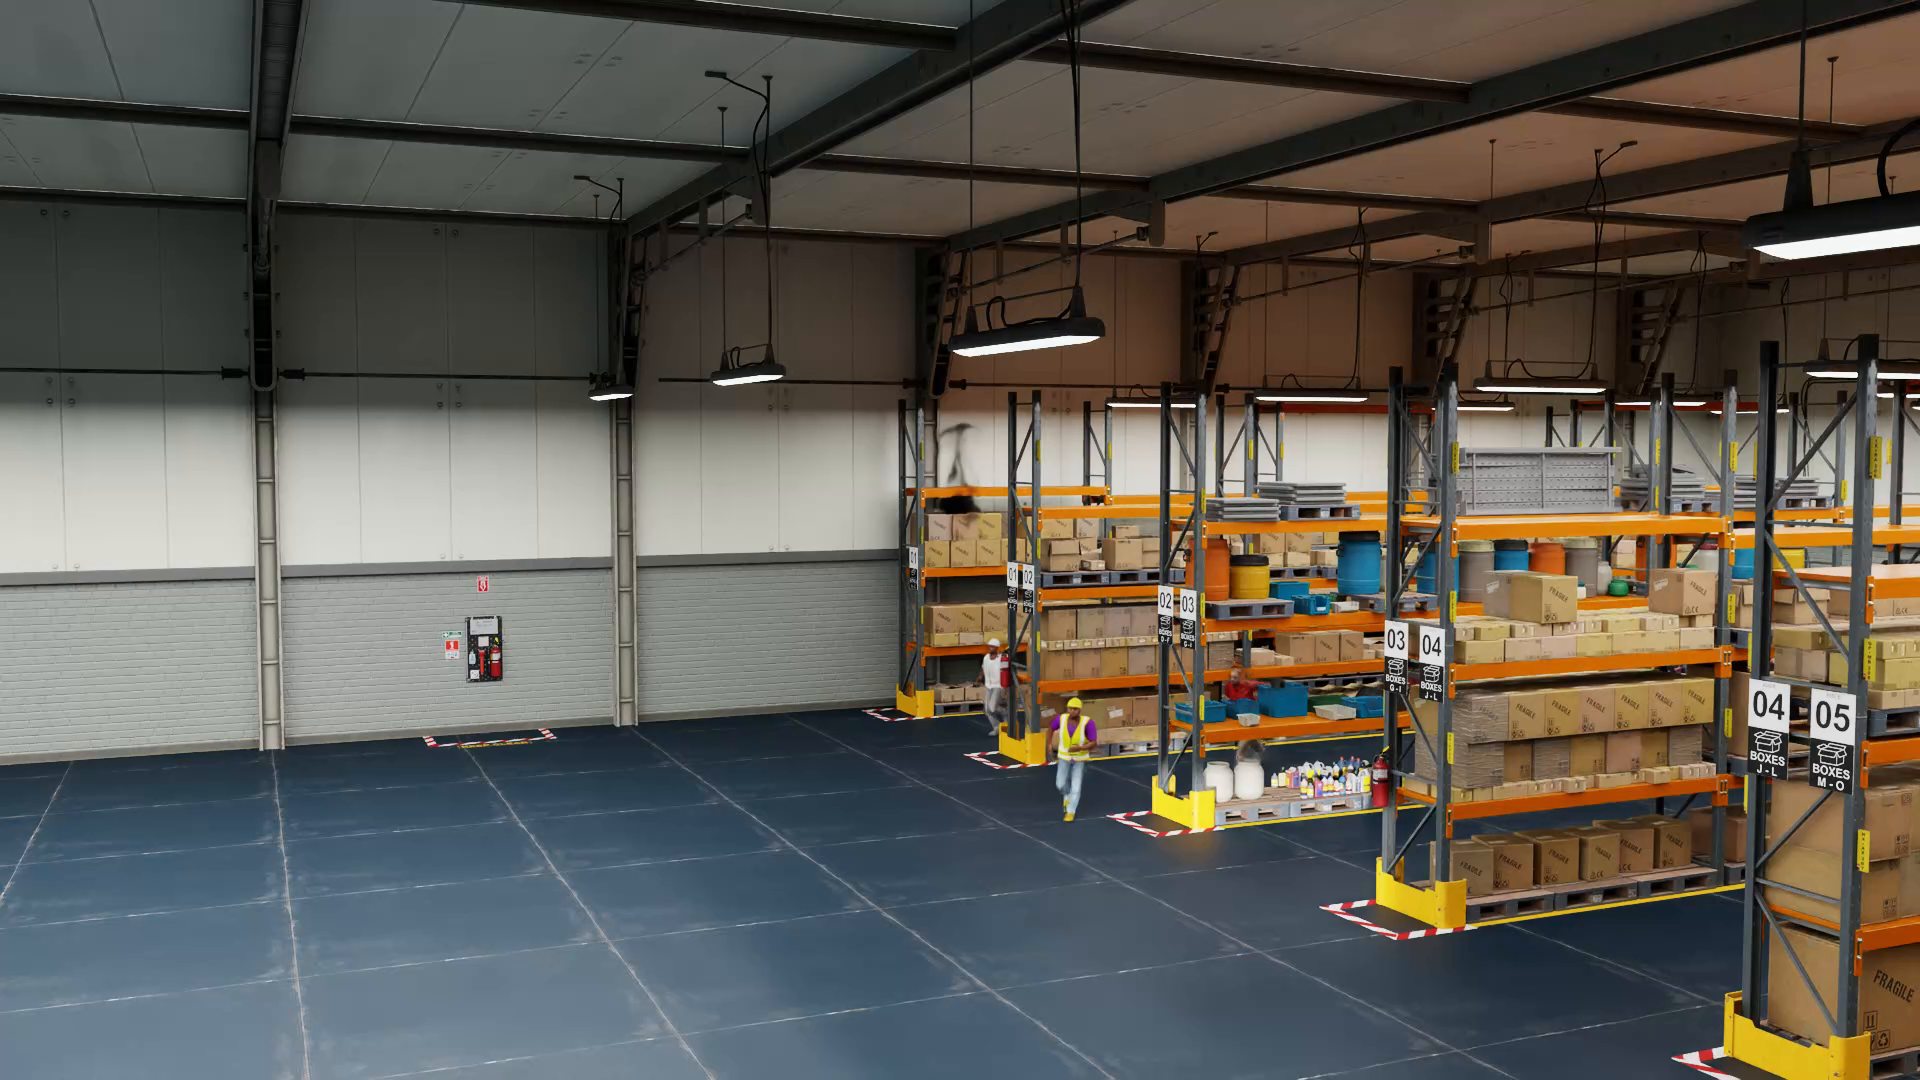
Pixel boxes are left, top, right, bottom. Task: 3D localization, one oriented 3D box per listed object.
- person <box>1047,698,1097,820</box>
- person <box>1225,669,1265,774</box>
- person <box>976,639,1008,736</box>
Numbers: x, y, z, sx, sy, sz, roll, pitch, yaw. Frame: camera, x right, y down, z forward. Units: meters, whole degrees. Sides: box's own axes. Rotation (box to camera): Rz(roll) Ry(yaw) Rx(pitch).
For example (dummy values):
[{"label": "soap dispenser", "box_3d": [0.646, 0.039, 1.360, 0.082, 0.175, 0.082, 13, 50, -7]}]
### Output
[{"label": "person", "box_3d": [1.516, 2.983, 22.624, 0.698, 1.701, 0.589, 0, 3, 8]}, {"label": "person", "box_3d": [4.557, 2.832, 26.219, 0.703, 1.694, 1.020, 3, 4, 38]}, {"label": "person", "box_3d": [0.621, 2.592, 29.344, 0.718, 1.718, 0.598, 3, 5, 43]}]
